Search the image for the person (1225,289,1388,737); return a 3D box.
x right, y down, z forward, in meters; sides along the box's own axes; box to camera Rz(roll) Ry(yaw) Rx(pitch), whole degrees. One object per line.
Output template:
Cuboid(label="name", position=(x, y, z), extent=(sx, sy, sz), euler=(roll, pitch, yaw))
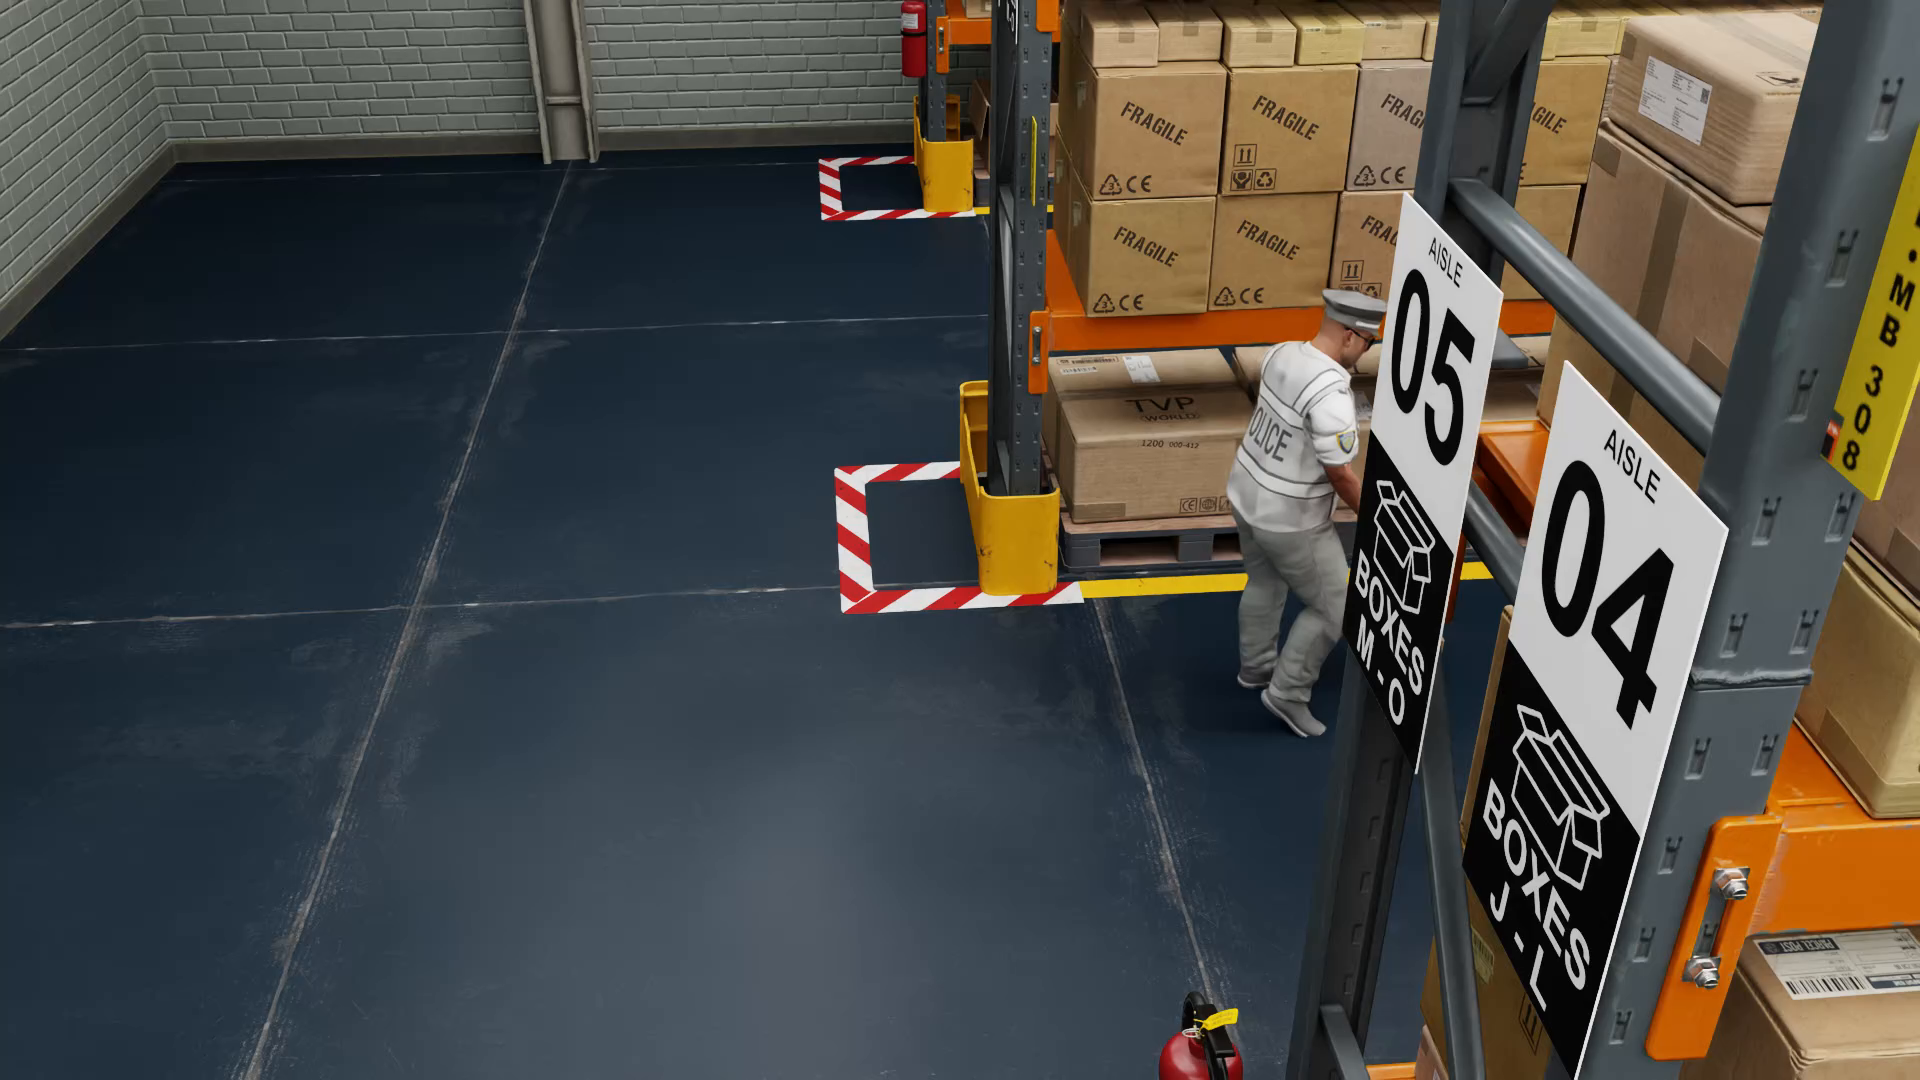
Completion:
Cuboid(label="person", position=(1.324, -0.086, 6.322), extent=(0.595, 1.807, 0.551), euler=(-8, 32, -13))
